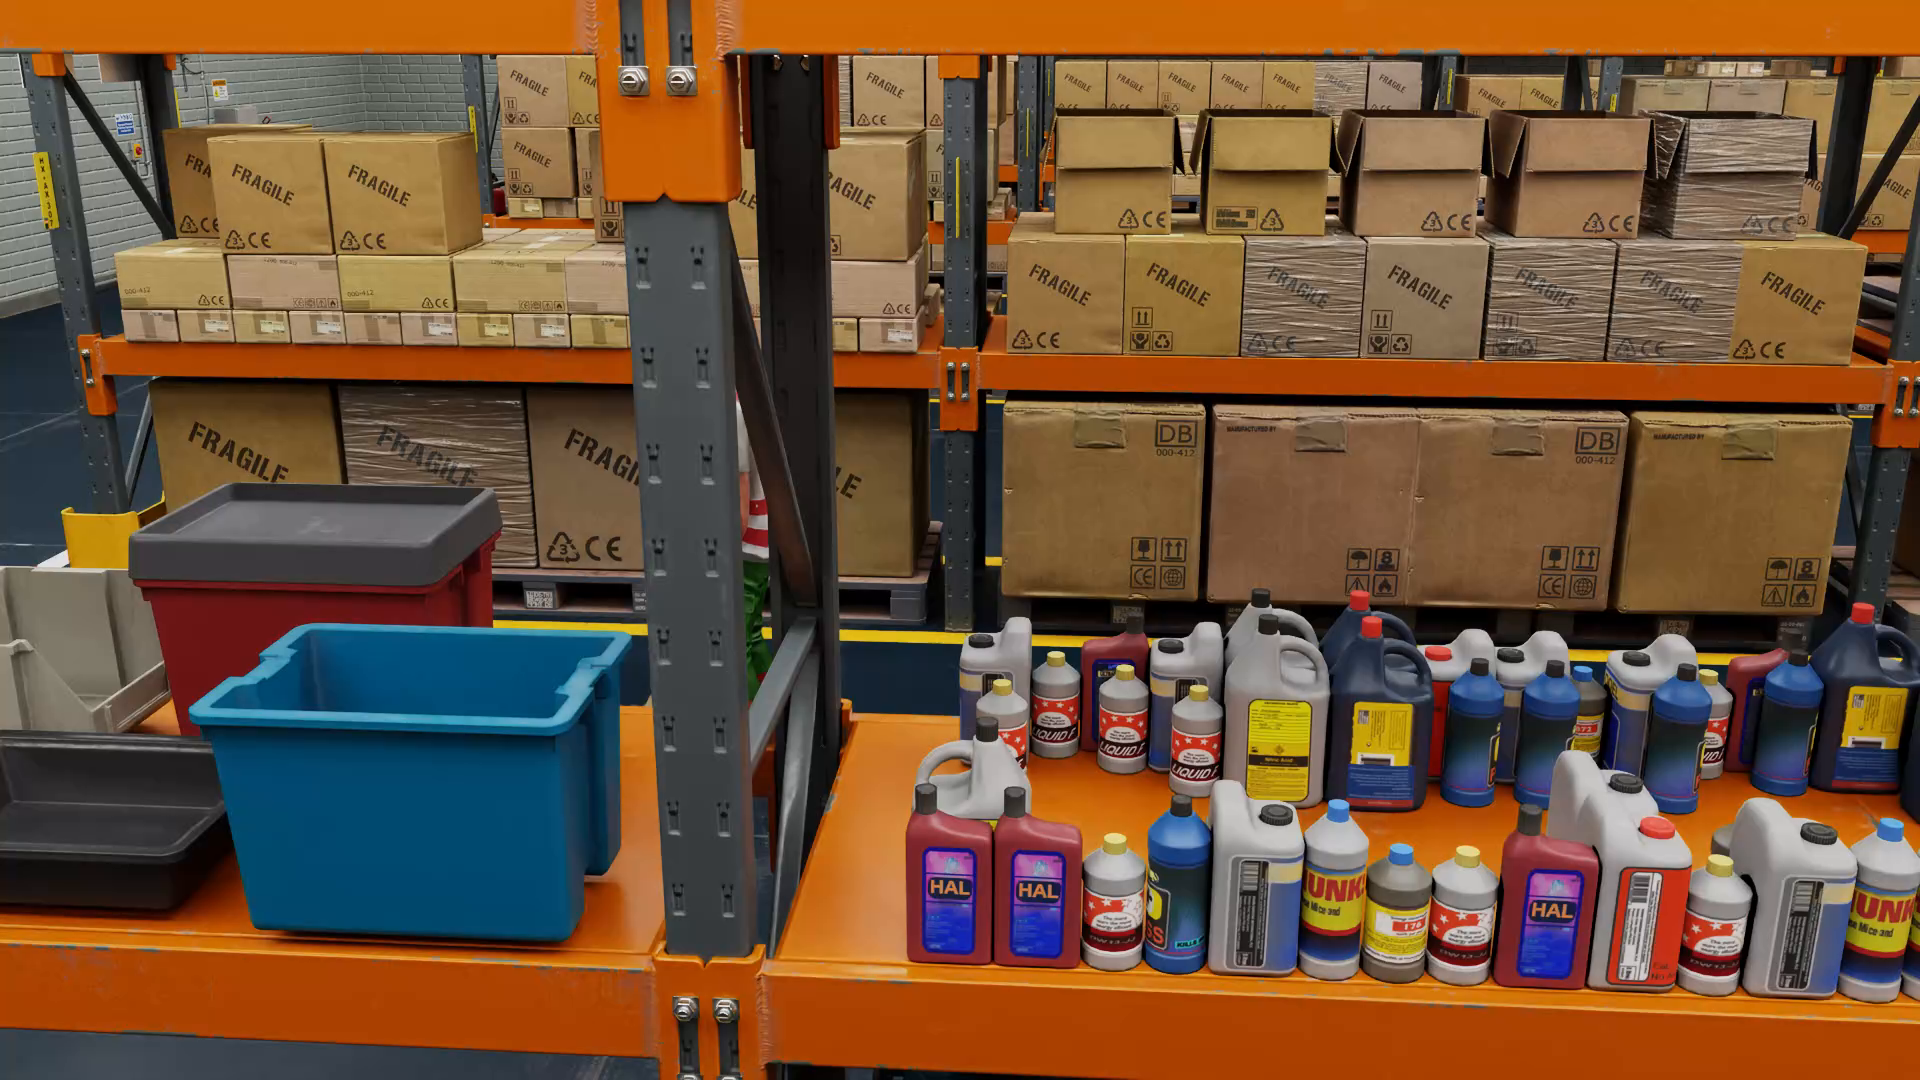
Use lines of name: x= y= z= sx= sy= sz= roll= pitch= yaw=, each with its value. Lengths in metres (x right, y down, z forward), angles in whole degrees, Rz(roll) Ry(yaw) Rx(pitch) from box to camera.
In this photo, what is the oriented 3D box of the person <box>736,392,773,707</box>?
person: x=-0.824 y=0.020 z=5.966 sx=0.453 sy=1.774 sz=0.609 roll=0 pitch=17 yaw=1
